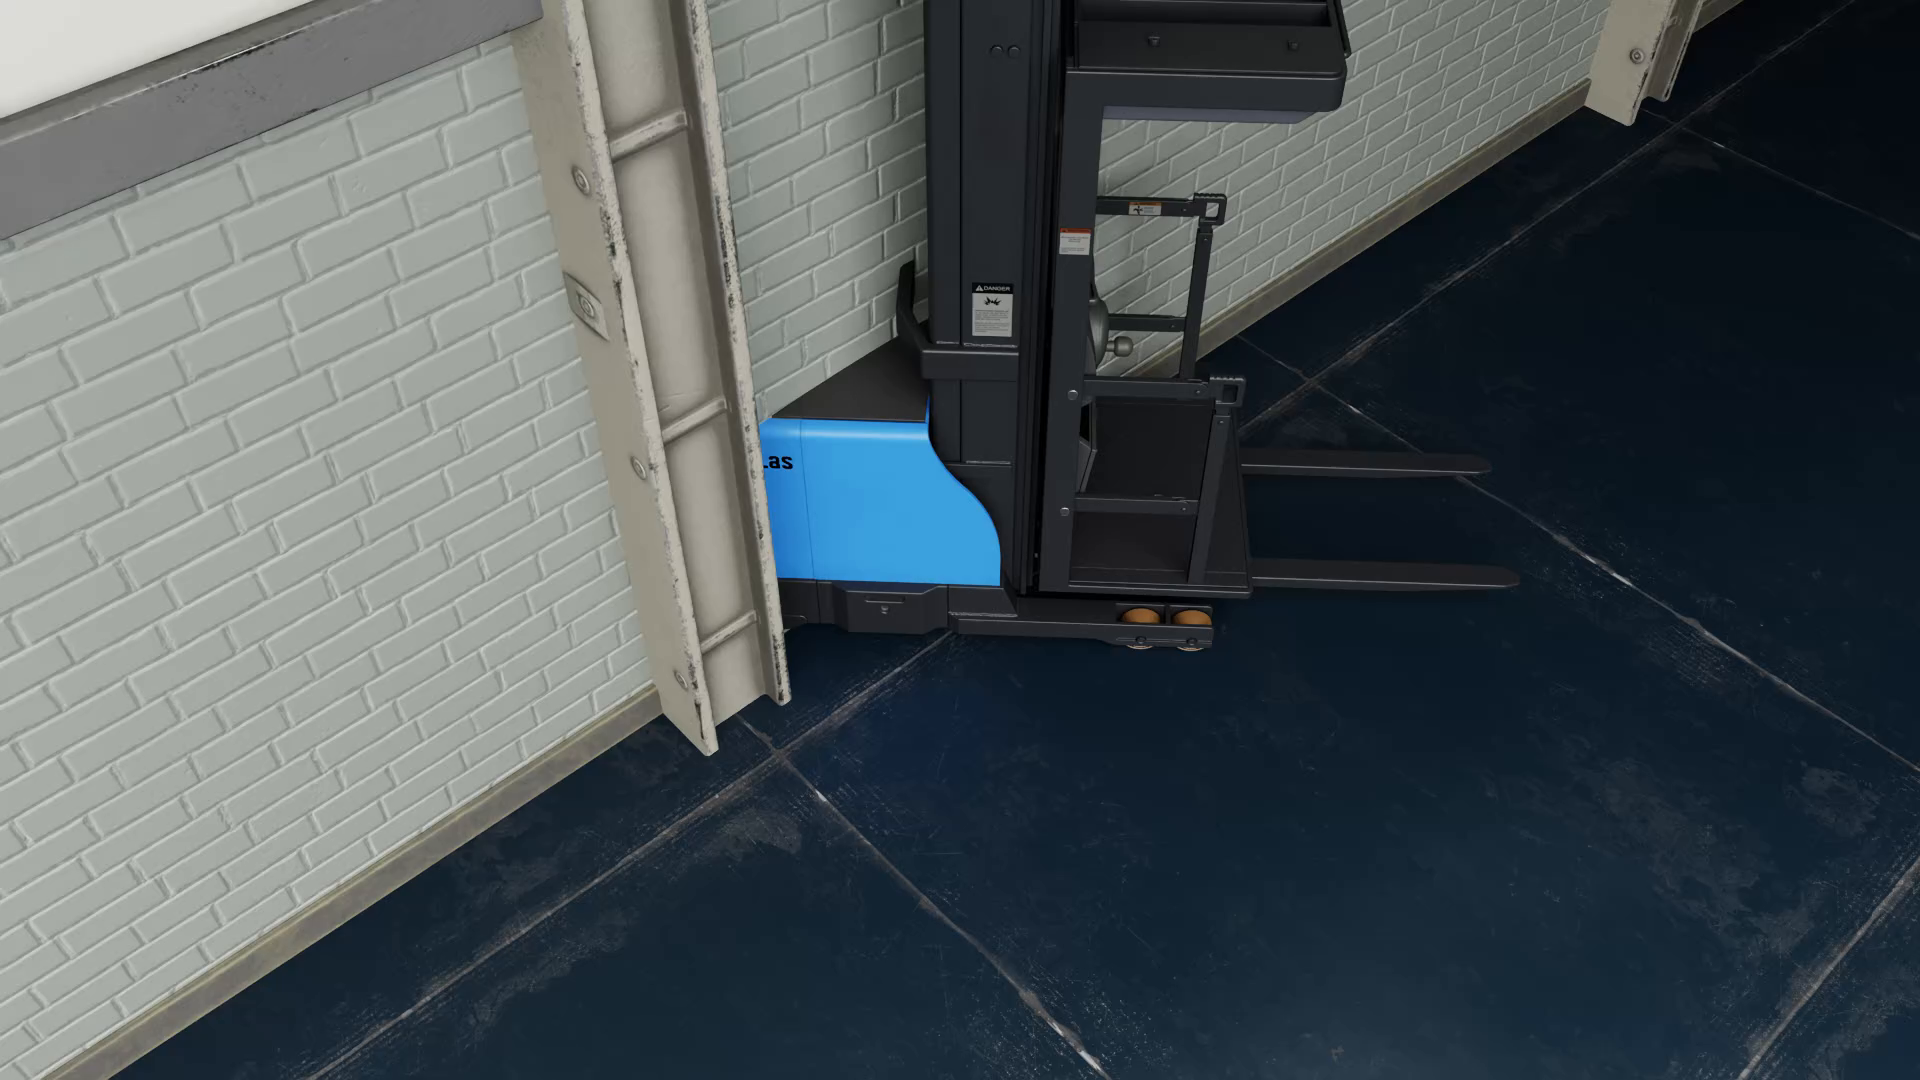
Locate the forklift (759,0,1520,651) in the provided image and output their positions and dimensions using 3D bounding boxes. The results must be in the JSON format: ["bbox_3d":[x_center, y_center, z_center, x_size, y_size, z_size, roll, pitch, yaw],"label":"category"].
[{"bbox_3d":[0.624,-0.973,5.653,3.031,2.935,1.130,2,47,2],"label":"forklift"}]

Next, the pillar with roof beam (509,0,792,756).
[{"bbox_3d":[2.022,-0.106,0.725,0.400,9.000,9.100,-34,56,-27],"label":"pillar with roof beam"}]

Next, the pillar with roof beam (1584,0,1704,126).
[{"bbox_3d":[6.462,-3.072,3.462,0.400,9.000,9.100,-34,56,-27],"label":"pillar with roof beam"}]
